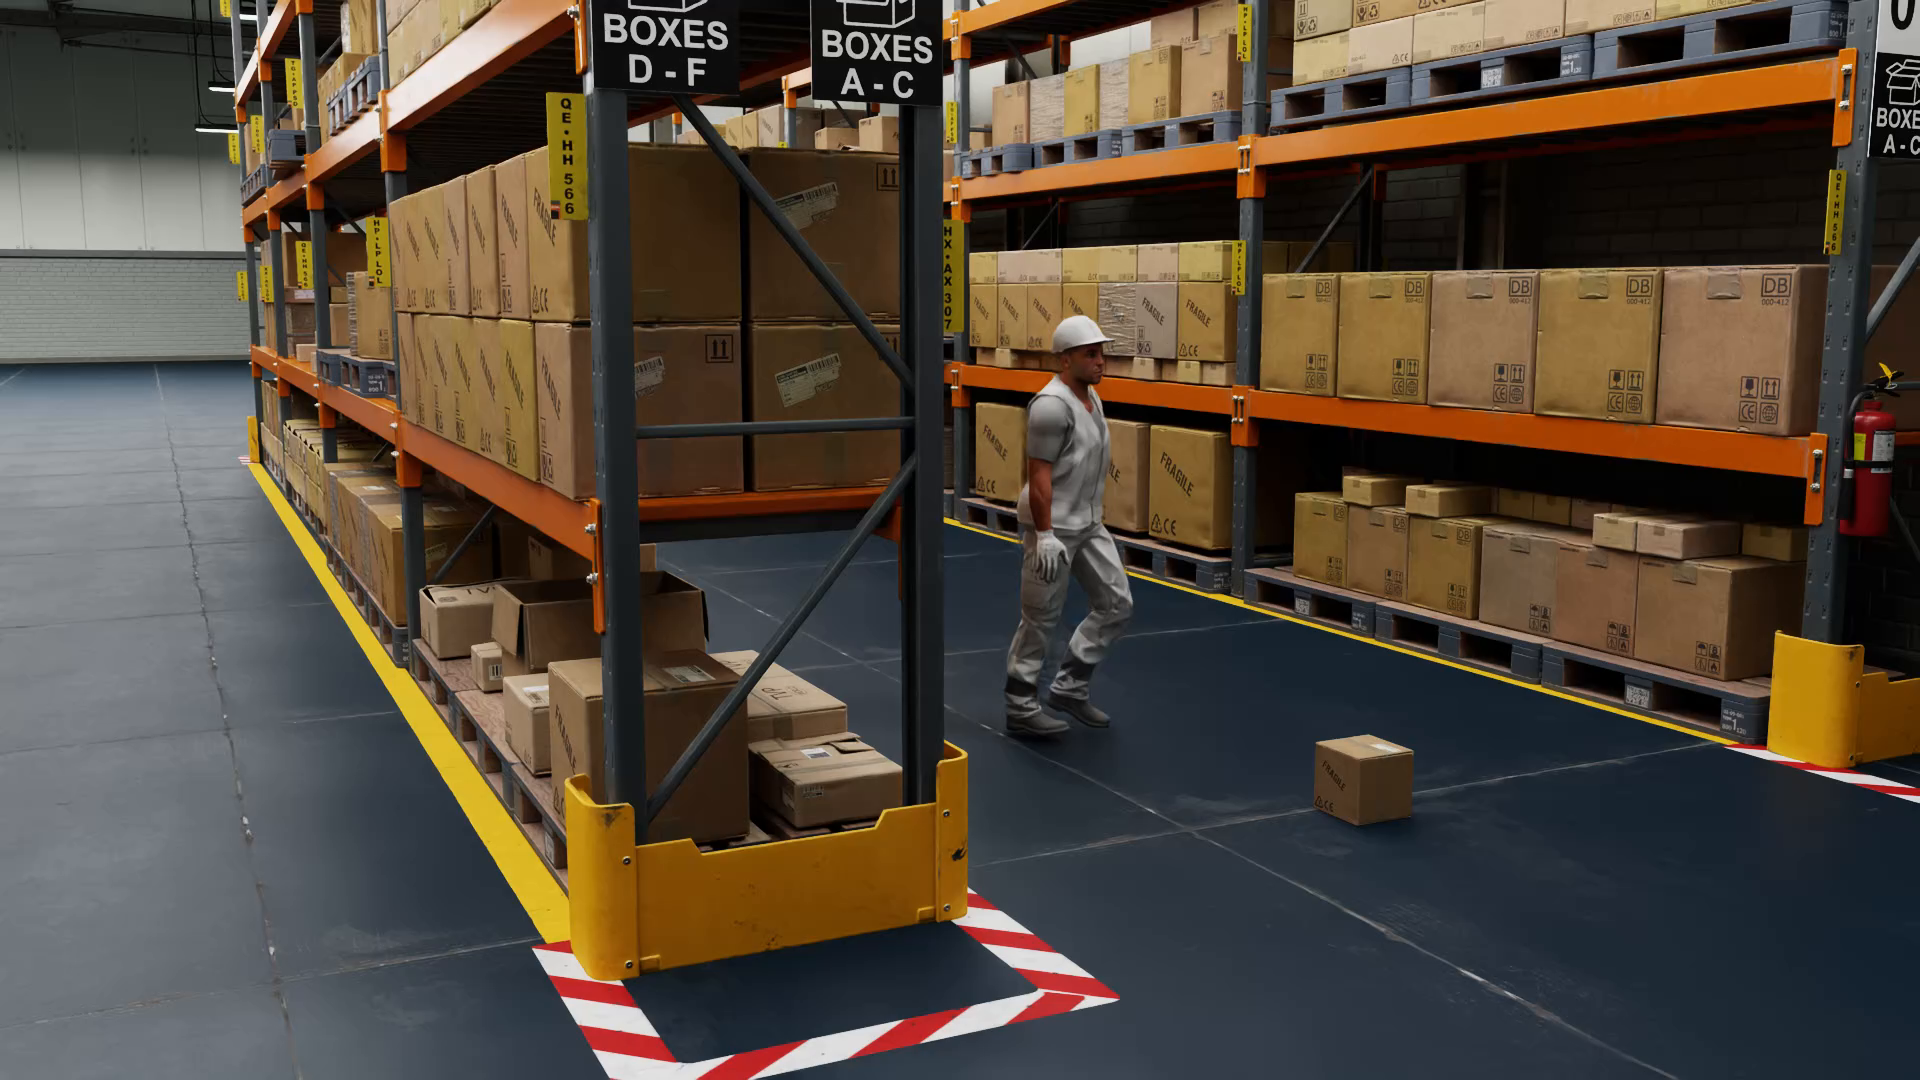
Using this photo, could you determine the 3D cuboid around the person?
[{"bbox_3d":[0.425,-0.046,6.933,0.523,1.765,0.579,5,10,31],"label":"person"}]
